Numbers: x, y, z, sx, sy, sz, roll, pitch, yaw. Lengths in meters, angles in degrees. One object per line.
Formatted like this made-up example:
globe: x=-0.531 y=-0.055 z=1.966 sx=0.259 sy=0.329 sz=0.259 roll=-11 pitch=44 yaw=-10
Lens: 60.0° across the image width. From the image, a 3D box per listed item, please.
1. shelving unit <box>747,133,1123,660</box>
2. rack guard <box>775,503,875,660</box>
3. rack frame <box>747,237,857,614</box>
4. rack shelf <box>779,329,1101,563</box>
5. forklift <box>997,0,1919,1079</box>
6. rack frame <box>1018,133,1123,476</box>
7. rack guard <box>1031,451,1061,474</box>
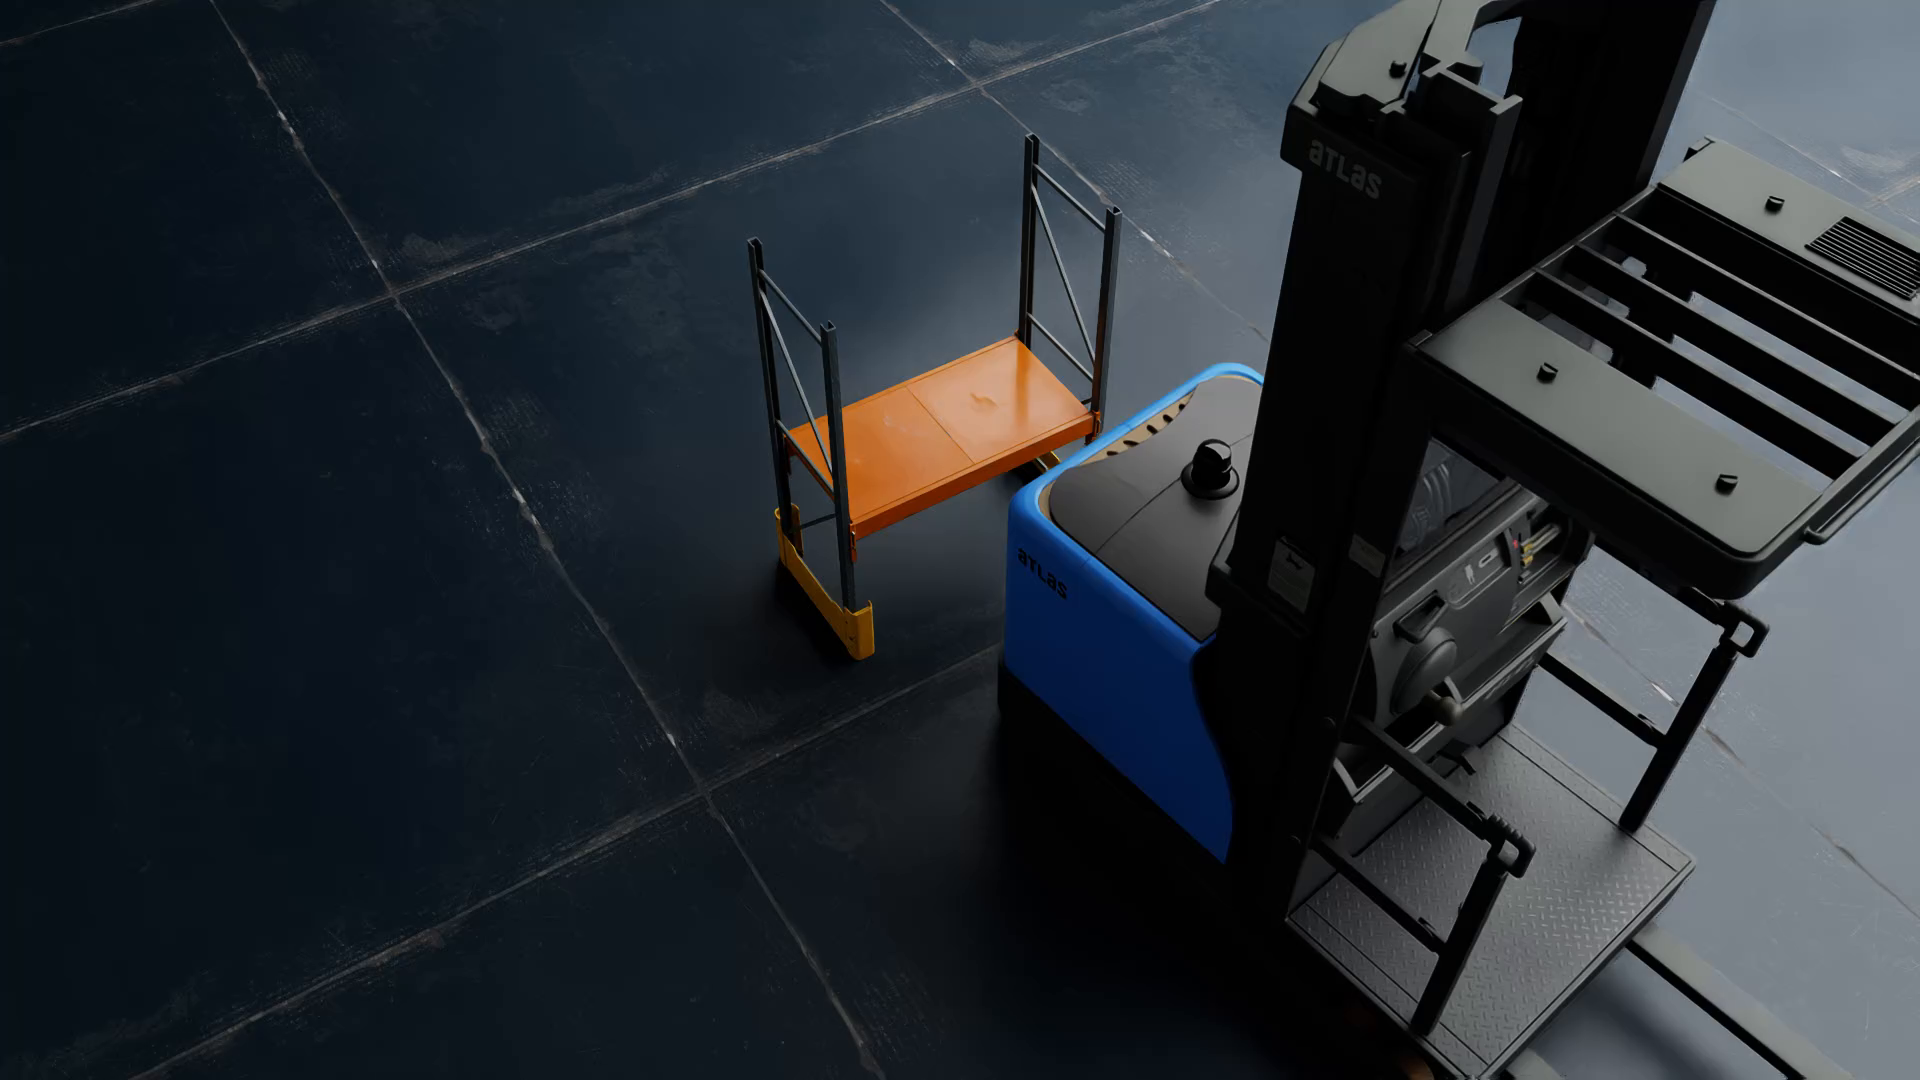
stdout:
shelving unit: x=-0.064 y=-0.468 z=5.663 sx=1.083 sy=1.500 sz=0.587 roll=-25 pitch=53 yaw=-21
rack guard: x=-0.486 y=0.146 z=5.953 sx=0.087 sy=0.250 sz=0.587 roll=-25 pitch=53 yaw=-21
rack frame: x=-0.502 y=-0.262 z=5.479 sx=0.032 sy=1.500 sz=0.500 roll=-25 pitch=53 yaw=-21
rack shelf: x=-0.072 y=-0.345 z=5.794 sx=1.000 sy=0.185 sz=0.538 roll=-25 pitch=53 yaw=-21
forklift: x=1.473 y=0.210 z=4.101 sx=1.130 sy=2.935 sz=3.031 roll=-33 pitch=56 yaw=-26
rack frame: x=0.358 y=-0.667 z=5.840 sx=0.032 sy=1.500 sz=0.500 roll=-25 pitch=53 yaw=-21
rack guard: x=0.357 y=-0.251 z=6.306 sx=0.087 sy=0.250 sz=0.587 roll=-25 pitch=53 yaw=-21
